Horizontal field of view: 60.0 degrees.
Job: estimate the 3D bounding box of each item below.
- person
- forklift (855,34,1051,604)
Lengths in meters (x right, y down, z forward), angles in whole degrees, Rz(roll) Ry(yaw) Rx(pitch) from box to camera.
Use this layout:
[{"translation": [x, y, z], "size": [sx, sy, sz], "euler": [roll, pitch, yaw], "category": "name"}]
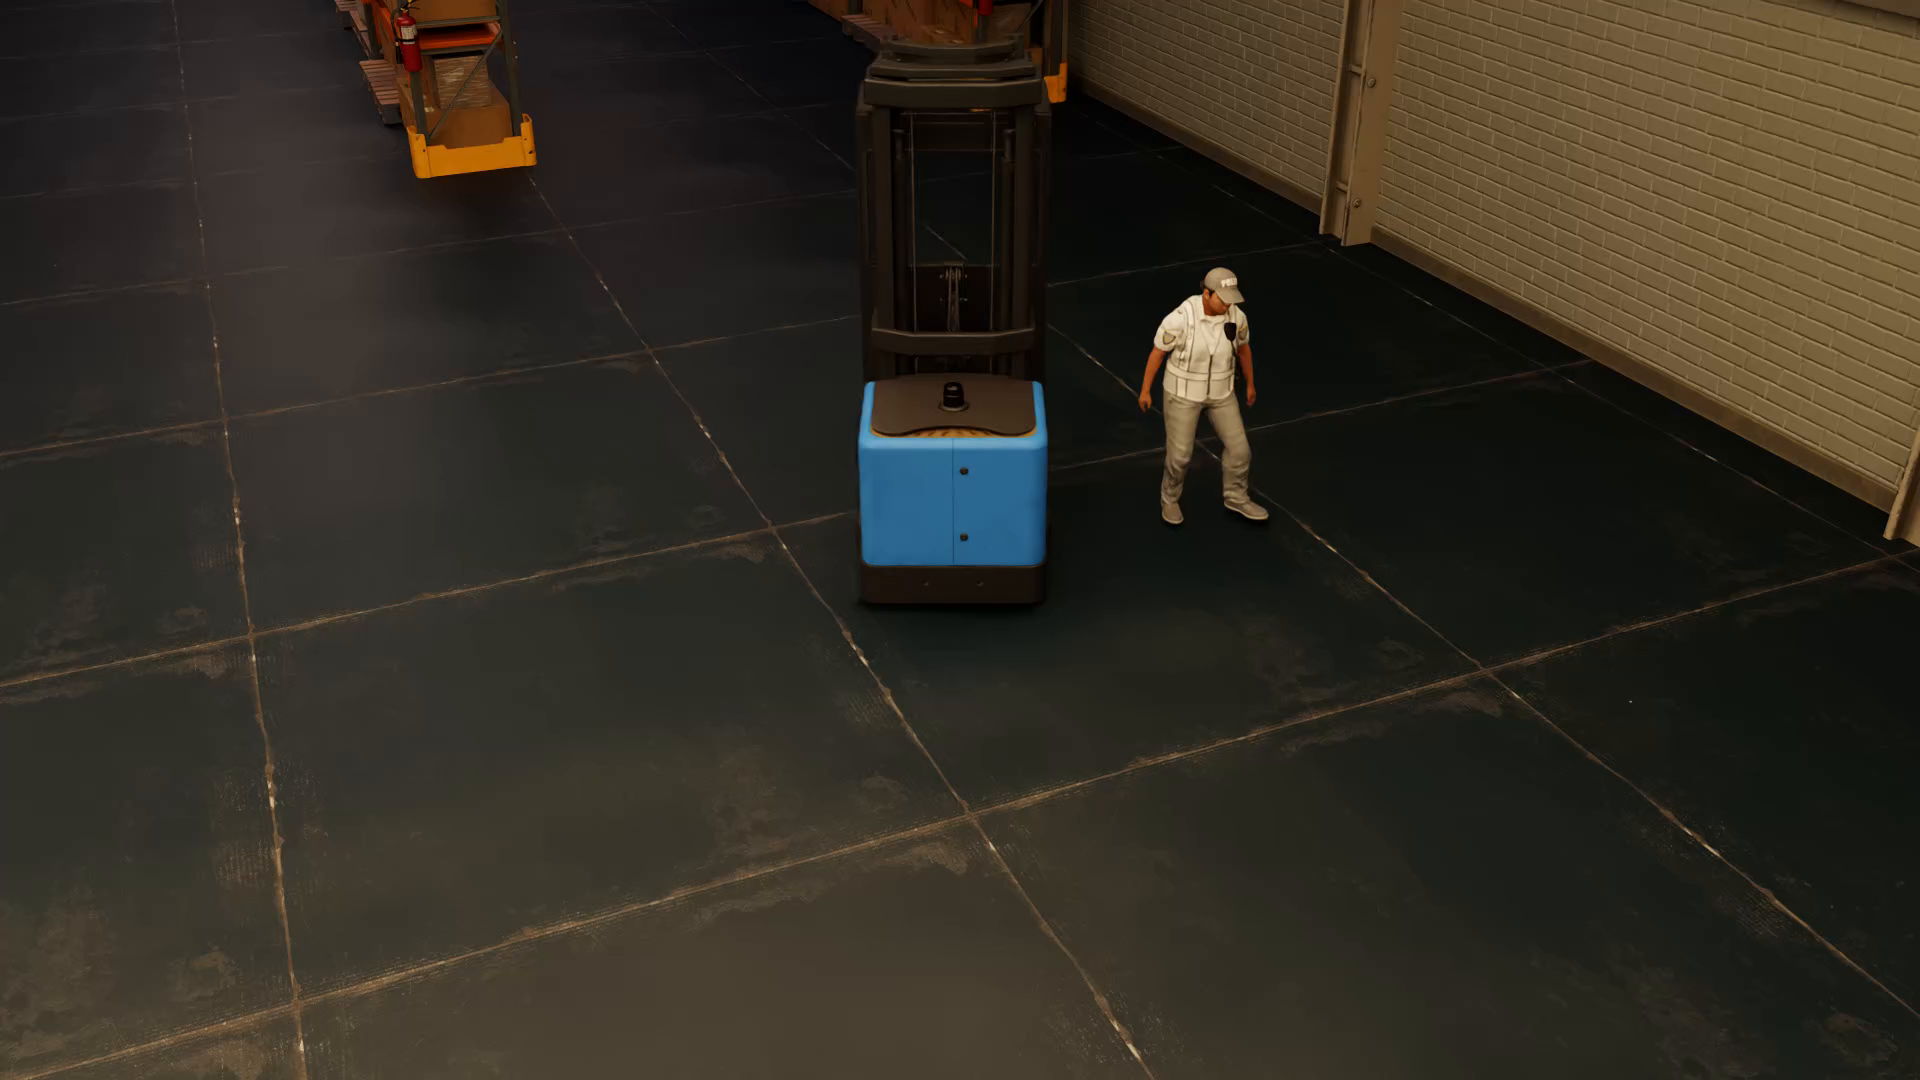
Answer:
[{"translation": [1.479, -0.858, 9.863], "size": [0.809, 1.635, 0.470], "euler": [-6, 30, -10], "category": "person"}, {"translation": [-0.039, -1.604, 9.925], "size": [1.130, 2.935, 3.031], "euler": [0, 30, 0], "category": "forklift"}]
